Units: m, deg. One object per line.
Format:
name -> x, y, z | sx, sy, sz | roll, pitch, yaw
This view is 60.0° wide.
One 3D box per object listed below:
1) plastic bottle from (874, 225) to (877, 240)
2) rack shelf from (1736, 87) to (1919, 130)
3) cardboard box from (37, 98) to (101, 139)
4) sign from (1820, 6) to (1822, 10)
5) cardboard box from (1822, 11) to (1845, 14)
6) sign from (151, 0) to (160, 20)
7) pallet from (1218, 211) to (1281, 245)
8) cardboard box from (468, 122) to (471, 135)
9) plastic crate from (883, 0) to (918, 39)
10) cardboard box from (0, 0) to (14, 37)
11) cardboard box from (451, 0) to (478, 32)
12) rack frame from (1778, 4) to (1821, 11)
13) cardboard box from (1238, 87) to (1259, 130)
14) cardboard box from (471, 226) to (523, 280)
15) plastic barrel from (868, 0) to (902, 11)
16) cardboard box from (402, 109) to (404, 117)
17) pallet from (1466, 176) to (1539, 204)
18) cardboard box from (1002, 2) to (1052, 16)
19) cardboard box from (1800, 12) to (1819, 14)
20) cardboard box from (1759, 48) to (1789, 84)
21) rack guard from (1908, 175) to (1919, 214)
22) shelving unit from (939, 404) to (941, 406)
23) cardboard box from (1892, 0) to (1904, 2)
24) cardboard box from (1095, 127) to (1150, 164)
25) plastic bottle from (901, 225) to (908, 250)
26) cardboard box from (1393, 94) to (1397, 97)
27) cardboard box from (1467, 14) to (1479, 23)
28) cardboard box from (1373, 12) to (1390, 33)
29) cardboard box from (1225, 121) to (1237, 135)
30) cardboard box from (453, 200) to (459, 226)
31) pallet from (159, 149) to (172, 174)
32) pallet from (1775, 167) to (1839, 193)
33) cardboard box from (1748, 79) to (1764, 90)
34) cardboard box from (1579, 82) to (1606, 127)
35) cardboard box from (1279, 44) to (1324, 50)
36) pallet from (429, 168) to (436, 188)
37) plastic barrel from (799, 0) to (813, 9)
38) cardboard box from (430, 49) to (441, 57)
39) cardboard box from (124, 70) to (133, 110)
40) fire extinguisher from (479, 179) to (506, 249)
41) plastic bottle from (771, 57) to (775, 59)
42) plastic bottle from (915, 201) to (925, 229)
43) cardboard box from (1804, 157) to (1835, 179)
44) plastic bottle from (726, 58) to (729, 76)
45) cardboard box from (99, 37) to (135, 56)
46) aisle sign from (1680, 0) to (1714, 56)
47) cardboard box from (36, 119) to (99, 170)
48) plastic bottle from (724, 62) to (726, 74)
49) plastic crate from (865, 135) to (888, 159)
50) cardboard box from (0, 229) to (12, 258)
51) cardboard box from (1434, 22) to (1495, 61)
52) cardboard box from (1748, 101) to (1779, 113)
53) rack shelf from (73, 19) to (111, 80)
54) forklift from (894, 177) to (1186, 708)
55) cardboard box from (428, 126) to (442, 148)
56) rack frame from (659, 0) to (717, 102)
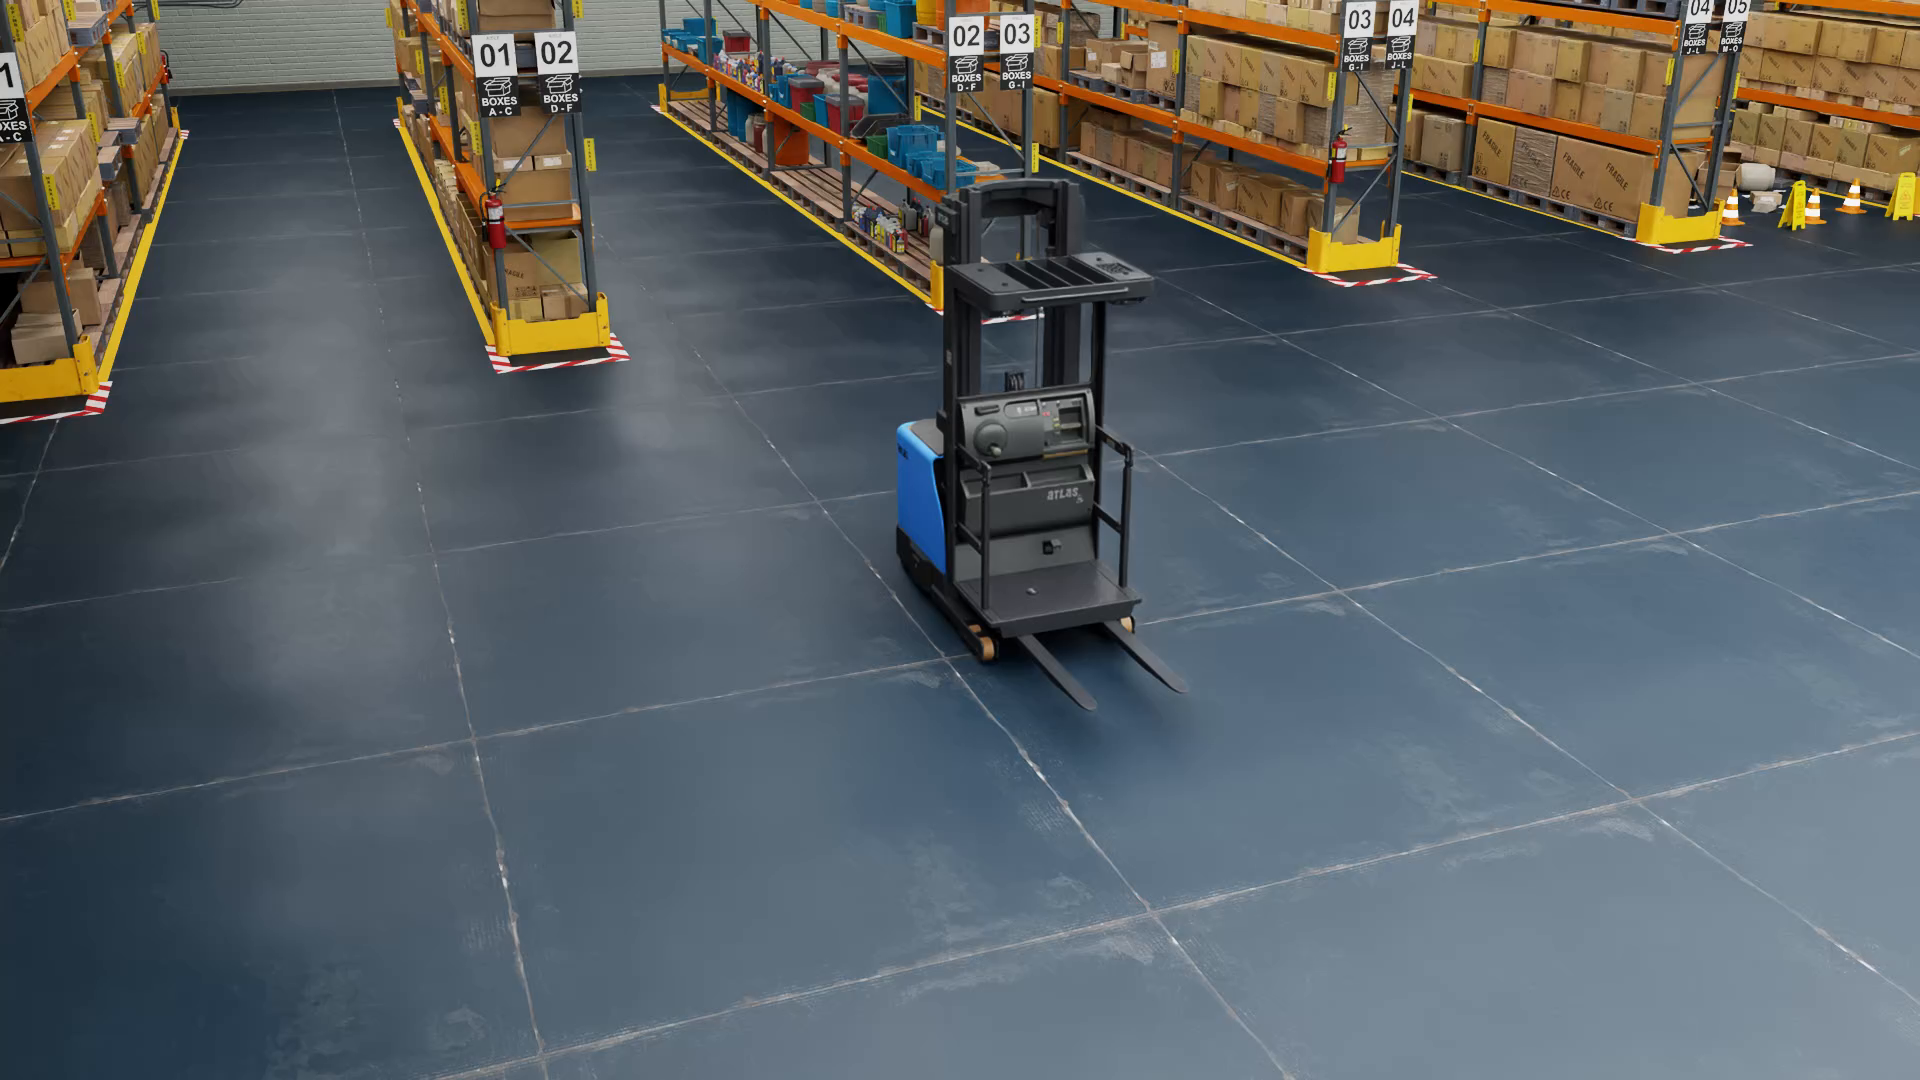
plastic bottle -> -1.048, -3.957, 21.313 | 0.097, 0.201, 0.097 | 0, 23, 0
rack shelf -> 13.521, -6.550, 25.354 | 1.077, 0.370, 4.000 | -8, 24, -19
cardboard box -> -10.959, -5.087, 20.261 | 0.700, 0.500, 0.500 | -5, 23, -12
sign -> 16.562, -10.355, 31.964 | 0.100, 0.325, 0.005 | -8, 24, -19
cardboard box -> 16.545, -9.918, 31.456 | 0.380, 0.149, 0.250 | -8, 24, -18
sign -> -14.085, -9.282, 29.114 | 0.100, 0.325, 0.005 | -8, 24, -19
pallet -> 4.248, -4.280, 22.633 | 1.003, 0.211, 1.213 | -8, 24, -19
cardboard box -> -5.450, -4.740, 19.170 | 0.380, 0.149, 0.250 | -9, 25, -21
plastic crate -> -0.632, -6.142, 19.618 | 0.392, 0.384, 0.575 | -8, 24, -19
cardboard box -> -8.854, -4.827, 15.038 | 0.500, 0.500, 0.500 | -10, 25, -23
cardboard box -> -5.162, -5.620, 17.754 | 0.500, 0.311, 0.500 | -5, 23, -13
rack frame -> 16.044, -9.744, 32.006 | 1.000, 3.000, 0.127 | -8, 24, -19
cardboard box -> 4.197, -5.718, 21.942 | 0.875, 0.500, 0.500 | -8, 24, -19
cardboard box -> -5.147, -3.224, 18.572 | 0.500, 0.500, 0.500 | -8, 24, -19
plastic barrel -> -0.839, -6.999, 20.445 | 0.600, 0.901, 0.708 | -8, 24, -19
cardboard box -> -10.050, -7.857, 30.612 | 0.380, 0.166, 0.250 | -8, 24, -19
pallet -> 8.415, -5.320, 25.100 | 1.003, 0.211, 1.213 | -8, 24, -19
cardboard box -> 1.182, -9.181, 29.251 | 0.797, 0.503, 0.637 | -8, 24, -18
cardboard box -> 15.976, -9.836, 31.260 | 0.380, 0.149, 0.250 | -8, 24, -18
cardboard box -> 12.908, -7.414, 25.966 | 0.500, 0.500, 0.500 | -8, 24, -19
rack guard -> 14.201, -5.030, 24.041 | 1.175, 0.500, 0.348 | -8, 24, -19
shelving unit -> -0.019, -0.503, 12.592 | 0.215, 1.050, 0.252 | -8, 24, -19
cardboard box -> 13.632, -7.800, 23.857 | 0.380, 0.149, 0.250 | -8, 24, -19
cardboard box -> 2.594, -6.312, 26.515 | 0.700, 0.500, 0.500 | -10, 25, -23
plastic bottle -> -0.700, -3.784, 20.796 | 0.061, 0.283, 0.133 | -8, 24, -19
cardboard box -> 6.937, -7.269, 28.489 | 1.050, 0.750, 0.750 | -9, 24, -20
cardboard box -> 10.244, -10.105, 32.412 | 0.500, 0.250, 0.500 | -8, 24, -18
cardboard box -> 5.028, -6.318, 20.210 | 0.500, 0.250, 0.500 | -8, 24, -17
cardboard box -> 3.803, -5.562, 22.408 | 0.380, 0.149, 0.250 | -8, 24, -19
cardboard box -> -6.137, -4.183, 21.090 | 0.500, 0.311, 0.500 | -8, 24, -19
pallet -> -13.380, -6.118, 26.994 | 1.003, 0.211, 1.213 | -8, 24, -19
pallet -> 13.520, -5.640, 25.859 | 1.003, 0.211, 1.213 | -8, 24, -19
cardboard box -> 12.763, -7.249, 26.410 | 0.380, 0.149, 0.250 | -8, 24, -17
cardboard box -> 9.164, -6.054, 23.058 | 0.875, 0.550, 0.550 | -8, 24, -19
cardboard box -> 4.487, -6.221, 21.848 | 0.500, 0.500, 0.500 | -8, 24, -19
pallet -> -7.794, -5.778, 26.186 | 1.003, 0.211, 1.213 | -8, 24, -19
plastic barrel -> -1.935, -7.812, 22.915 | 0.600, 0.901, 0.708 | -8, 24, -19
cardboard box -> -7.611, -7.155, 25.195 | 0.700, 0.500, 0.500 | -4, 23, -9
cardboard box -> -11.880, -6.258, 23.199 | 0.500, 0.500, 0.500 | -8, 24, -17
fire extinguisher -> -4.705, -3.295, 16.804 | 0.296, 0.674, 0.183 | -8, 24, -19
plastic bottle -> -3.167, -8.003, 28.036 | 0.152, 0.276, 0.135 | -8, 24, -19
plastic bottle -> -0.525, -4.286, 21.902 | 0.144, 0.351, 0.185 | -10, 25, -22
cardboard box -> 13.325, -5.716, 25.450 | 0.500, 0.250, 0.500 | -9, 25, -21
plastic bottle -> -3.872, -7.907, 27.799 | 0.061, 0.283, 0.133 | -8, 24, -19
cardboard box -> -12.609, -7.332, 24.781 | 0.500, 0.250, 0.500 | -8, 24, -18
aisle sign -> 9.377, -6.570, 21.128 | 0.394, 0.787, 0.004 | -8, 24, -19
cardboard box -> -9.902, -4.366, 18.448 | 0.500, 0.500, 0.500 | -8, 24, -19
plastic bottle -> -3.930, -7.949, 28.004 | 0.097, 0.201, 0.097 | 0, 23, 0
plastic crate -> -0.875, -4.939, 20.879 | 0.450, 0.188, 0.662 | -8, 24, -19
cardboard box -> -9.292, -2.839, 15.792 | 0.500, 0.250, 0.500 | -8, 24, -18
cardboard box -> 7.855, -7.765, 25.895 | 0.700, 0.500, 0.500 | -9, 24, -20
cardboard box -> 12.758, -6.874, 26.395 | 0.380, 0.149, 0.250 | -8, 24, -18
rack shelf -> -11.065, -5.987, 20.156 | 1.077, 0.370, 4.000 | -8, 24, -19
forklift -> 0.513, -0.753, 10.762 | 1.130, 2.935, 3.031 | -8, 24, -19
cardboard box -> -7.712, -6.068, 24.970 | 0.500, 0.250, 0.500 | -7, 24, -17
rack frame -> -5.329, -9.929, 32.445 | 1.000, 3.000, 0.127 | -8, 24, -19
